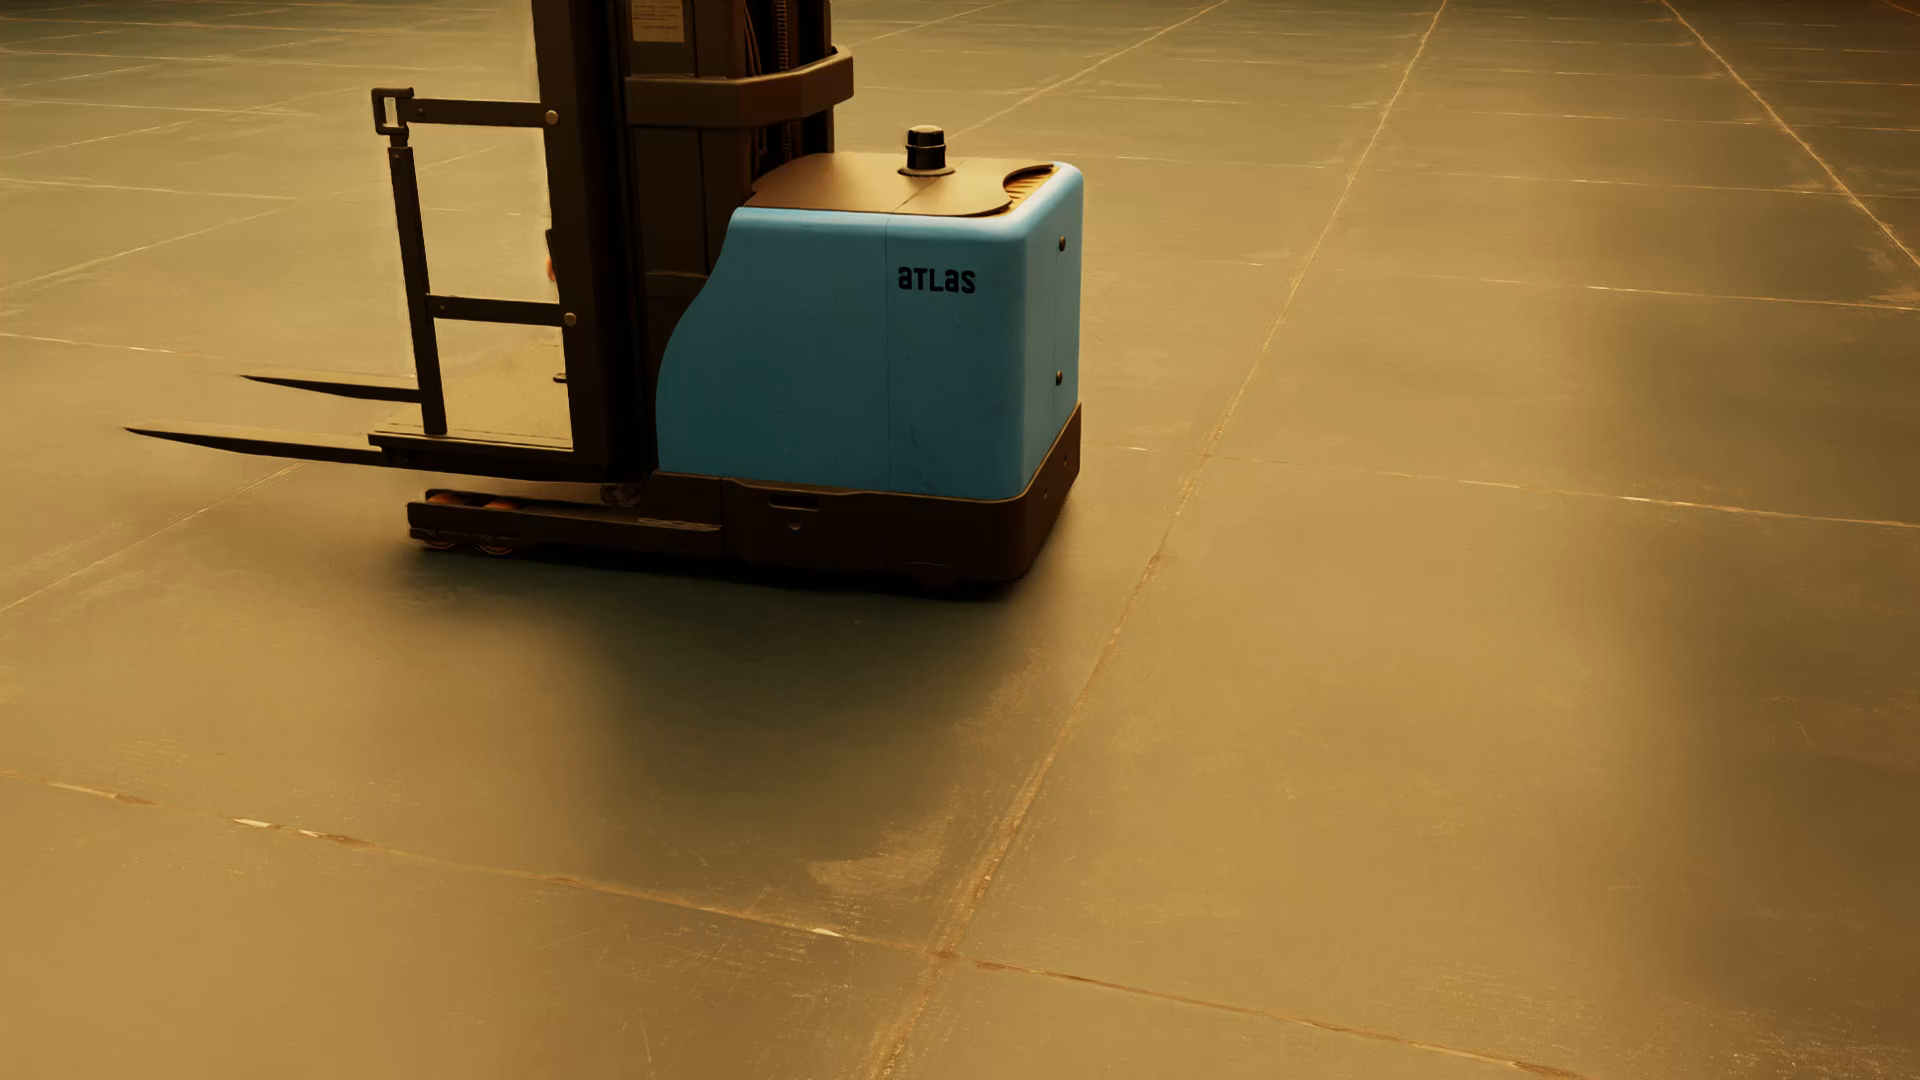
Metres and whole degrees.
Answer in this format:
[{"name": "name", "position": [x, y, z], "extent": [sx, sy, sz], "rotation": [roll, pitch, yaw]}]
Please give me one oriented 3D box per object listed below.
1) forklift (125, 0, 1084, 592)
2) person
[{"name": "forklift", "position": [-1.180, -1.497, 4.906], "extent": [3.031, 2.935, 1.130], "rotation": [6, 23, 13]}, {"name": "person", "position": [-0.902, -0.805, 5.087], "extent": [0.707, 1.514, 0.528], "rotation": [-11, 25, -26]}]
